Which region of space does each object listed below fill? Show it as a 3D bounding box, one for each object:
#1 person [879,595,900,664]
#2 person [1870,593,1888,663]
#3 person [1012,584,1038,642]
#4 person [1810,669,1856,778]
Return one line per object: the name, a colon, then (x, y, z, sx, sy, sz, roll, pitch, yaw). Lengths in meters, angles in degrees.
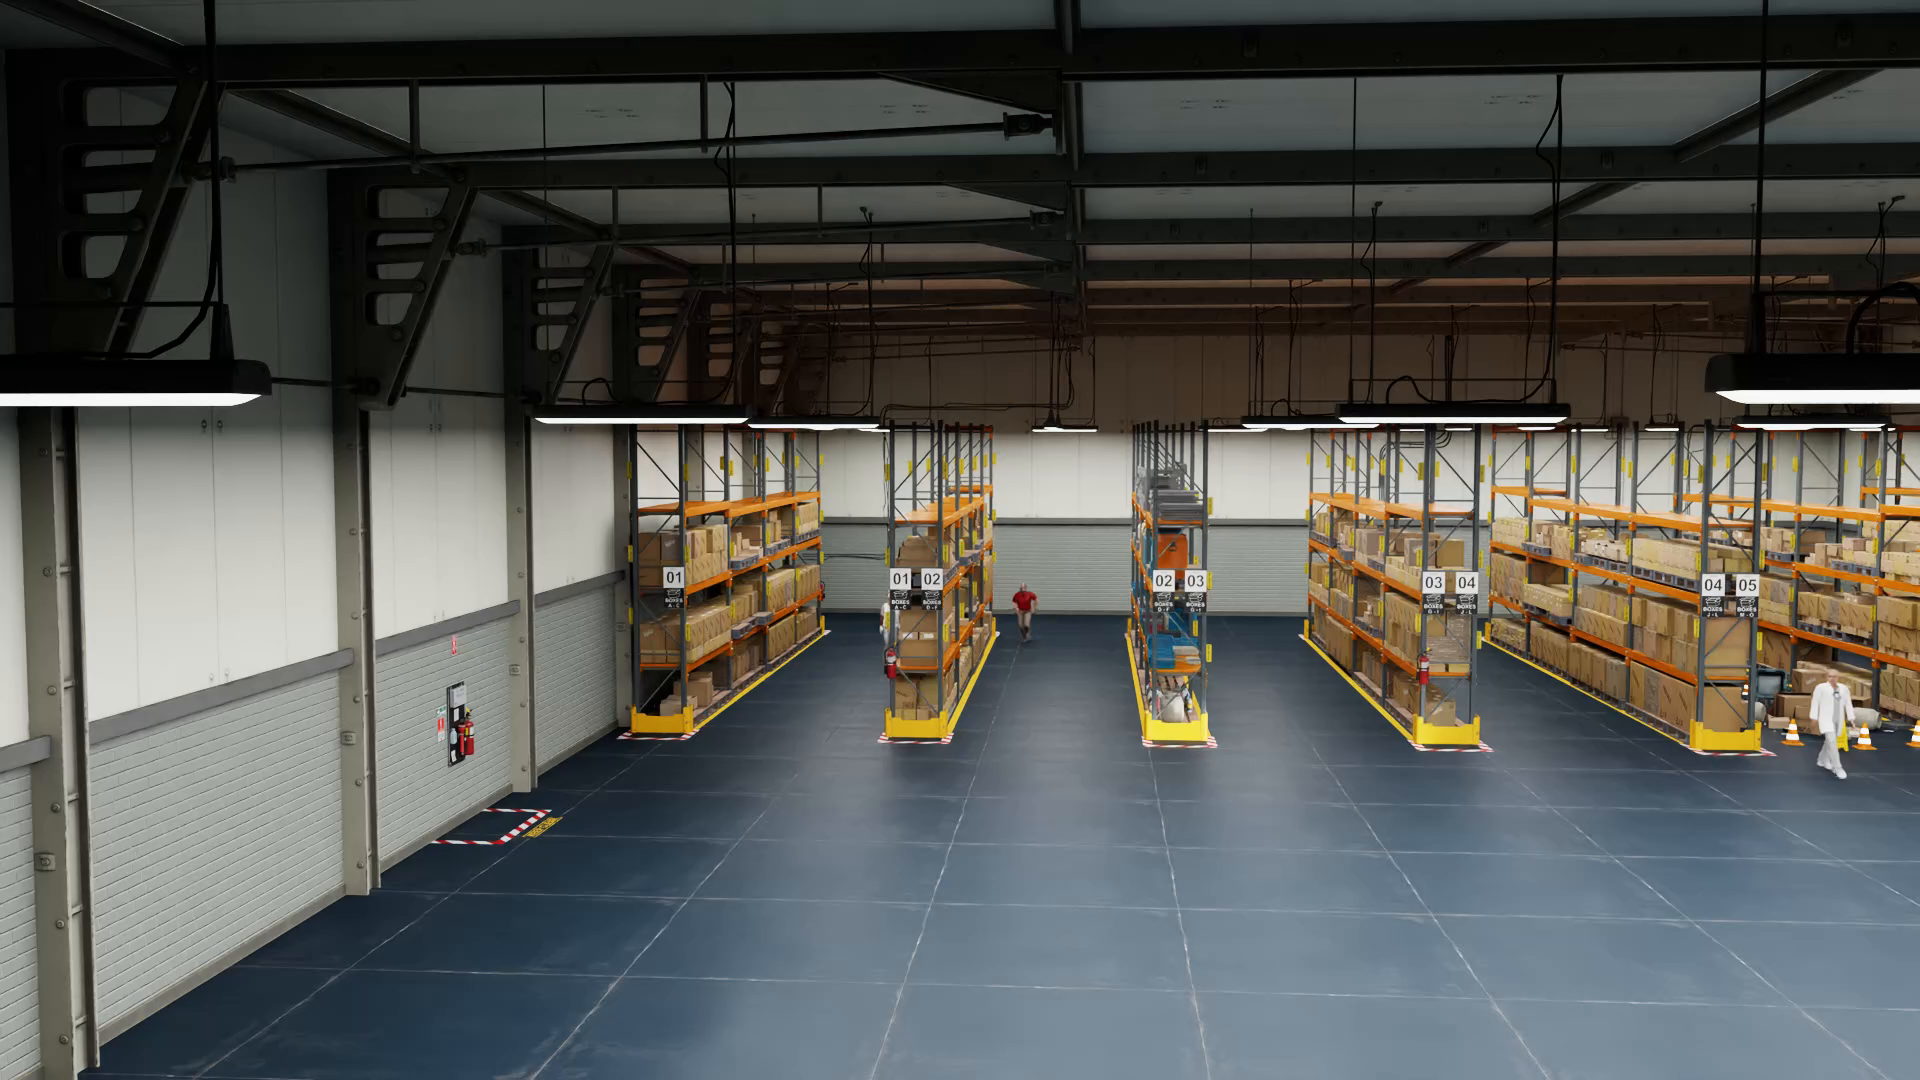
person: (-1.697, 2.218, 41.516, 0.589, 1.789, 0.737, -1, 4, -8)
person: (23.157, 2.193, 41.638, 0.517, 1.783, 0.539, -1, 4, -20)
person: (1.797, 2.010, 45.809, 0.700, 1.641, 0.733, 1, 4, 14)
person: (14.739, 3.054, 28.051, 0.606, 1.760, 0.951, 0, 4, -4)
